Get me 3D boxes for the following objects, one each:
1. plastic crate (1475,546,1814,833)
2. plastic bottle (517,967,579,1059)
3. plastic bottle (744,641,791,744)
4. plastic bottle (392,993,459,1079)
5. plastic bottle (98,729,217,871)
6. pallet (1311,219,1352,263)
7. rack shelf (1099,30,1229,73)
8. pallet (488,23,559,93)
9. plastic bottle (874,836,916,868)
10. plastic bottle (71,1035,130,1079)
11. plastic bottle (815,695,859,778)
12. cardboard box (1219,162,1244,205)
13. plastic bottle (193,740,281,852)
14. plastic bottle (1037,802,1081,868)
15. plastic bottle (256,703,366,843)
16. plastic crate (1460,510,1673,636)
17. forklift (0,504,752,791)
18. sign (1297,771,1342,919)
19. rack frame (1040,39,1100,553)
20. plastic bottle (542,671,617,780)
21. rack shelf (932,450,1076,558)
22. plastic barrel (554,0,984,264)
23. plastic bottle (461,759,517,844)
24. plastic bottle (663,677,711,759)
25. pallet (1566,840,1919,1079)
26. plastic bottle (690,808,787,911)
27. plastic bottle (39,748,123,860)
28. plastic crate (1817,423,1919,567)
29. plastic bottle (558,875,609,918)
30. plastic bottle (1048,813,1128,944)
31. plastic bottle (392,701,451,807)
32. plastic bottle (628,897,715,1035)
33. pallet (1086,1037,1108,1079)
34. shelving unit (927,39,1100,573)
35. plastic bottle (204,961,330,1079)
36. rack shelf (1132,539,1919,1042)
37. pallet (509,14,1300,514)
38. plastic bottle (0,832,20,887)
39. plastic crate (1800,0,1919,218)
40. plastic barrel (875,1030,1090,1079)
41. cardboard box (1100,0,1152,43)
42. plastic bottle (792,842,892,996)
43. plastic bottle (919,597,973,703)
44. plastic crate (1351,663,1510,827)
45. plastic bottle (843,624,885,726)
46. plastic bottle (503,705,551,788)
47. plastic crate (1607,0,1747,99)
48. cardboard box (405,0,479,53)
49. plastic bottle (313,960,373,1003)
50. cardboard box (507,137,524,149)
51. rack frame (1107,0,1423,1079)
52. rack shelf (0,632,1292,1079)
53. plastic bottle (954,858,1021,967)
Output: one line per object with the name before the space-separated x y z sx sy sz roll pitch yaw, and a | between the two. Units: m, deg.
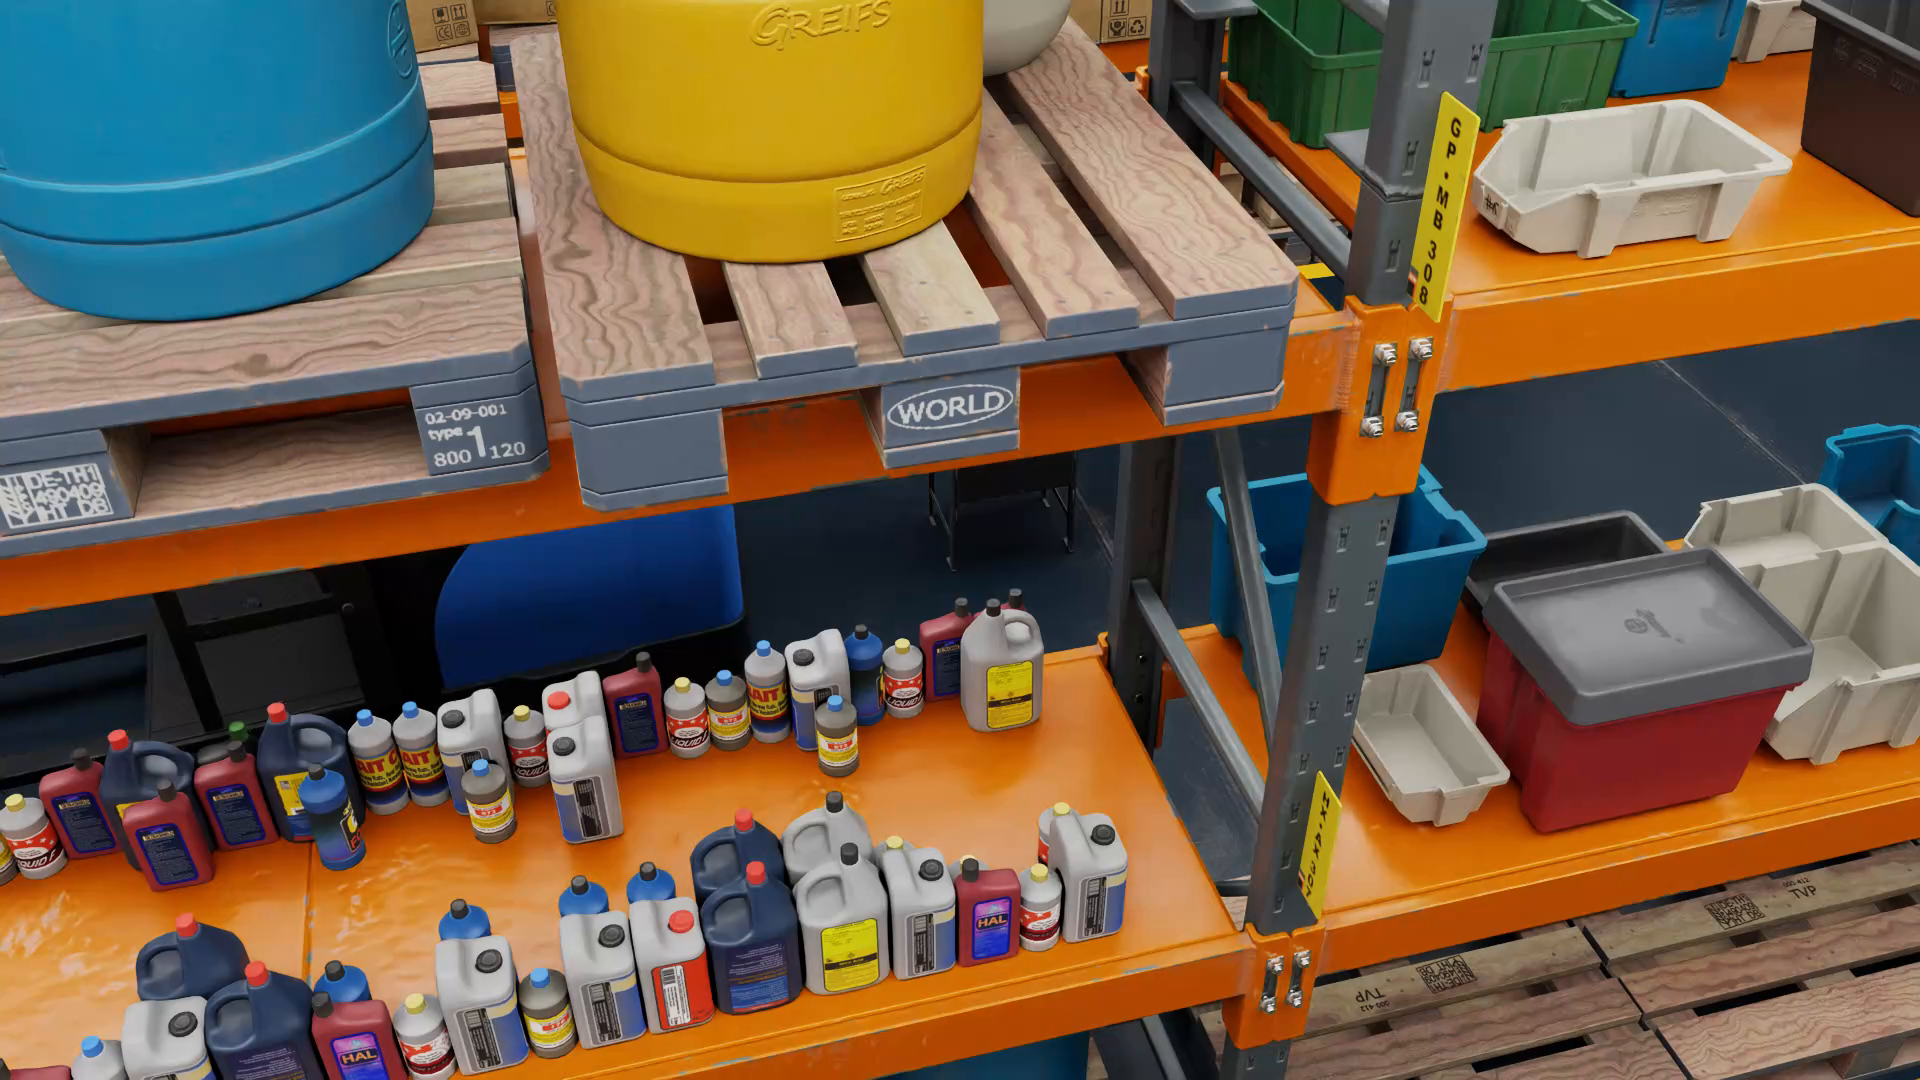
plastic crate | 1.491 0.345 3.728 0.583 0.464 0.402 -9 38 -12
plastic bottle | -0.807 0.913 3.251 0.097 0.201 0.097 0 37 0
plastic bottle | -0.455 0.350 3.929 0.097 0.271 0.097 0 37 0
plastic bottle | -1.031 0.950 3.203 0.097 0.201 0.097 0 37 0
plastic bottle | -1.751 0.546 3.608 0.185 0.351 0.144 -9 38 -12
pallet | 2.294 -1.904 9.066 1.213 0.211 1.003 -9 38 -12
rack shelf | 1.206 -2.548 8.205 4.000 0.370 1.077 -9 38 -12
pallet | -1.524 -2.378 7.548 1.213 0.211 1.003 -9 38 -12
plastic bottle | -0.136 0.707 3.520 0.097 0.201 0.097 0 37 0
plastic bottle | -1.562 1.009 3.068 0.097 0.271 0.097 0 37 0
plastic bottle | -0.286 0.446 3.862 0.097 0.201 0.097 0 37 0
cardboard box | 1.088 -2.001 8.590 0.637 0.503 0.797 -9 38 -12
plastic bottle | -1.592 0.559 3.647 0.133 0.283 0.061 -9 38 -12
plastic bottle | 0.217 0.650 3.596 0.097 0.201 0.097 0 37 0
plastic bottle | -1.444 0.496 3.674 0.185 0.351 0.144 -9 38 -12
plastic crate | 1.574 0.139 4.276 0.590 0.125 0.437 -9 38 -12
forklift | -2.329 -0.611 5.137 3.031 2.935 1.130 -13 39 -16
sign | 0.705 0.602 3.267 0.005 0.325 0.100 -9 38 -12
rack frame | 0.395 -0.899 6.197 0.015 2.100 0.400 -9 38 -12
plastic bottle | -0.877 0.435 3.815 0.135 0.276 0.152 -9 38 -12
rack shelf | 0.160 -0.293 6.580 0.480 0.518 0.431 -9 38 -12
plastic barrel | -0.265 -0.780 2.332 0.600 0.588 0.600 0 37 0
plastic bottle | -1.050 0.571 3.698 0.097 0.201 0.097 0 37 0
plastic bottle | -0.643 0.409 3.910 0.097 0.201 0.097 0 37 0
pallet | 2.443 1.162 5.058 1.213 0.211 1.003 -9 38 -12
plastic bottle | -0.455 0.691 3.419 0.185 0.351 0.144 -9 38 -12
plastic bottle | -1.916 0.573 3.628 0.133 0.283 0.061 -9 38 -12
plastic crate | 2.540 -0.100 4.500 0.300 0.233 0.416 -9 38 -12
plastic bottle | -0.753 0.781 3.366 0.097 0.271 0.097 0 37 0
plastic bottle | 0.267 0.690 3.481 0.135 0.276 0.152 -9 38 -12
plastic bottle | -1.220 0.476 3.765 0.097 0.271 0.097 0 37 0
plastic bottle | -0.572 0.828 3.301 0.135 0.276 0.152 -9 38 -12
pallet | -0.192 1.594 4.492 1.213 0.211 1.003 -9 38 -12
shelving unit | 0.160 -0.860 6.146 0.503 2.100 0.431 -9 38 -12
plastic bottle | -1.302 0.920 3.118 0.185 0.351 0.144 -9 38 -12
rack shelf | 2.494 0.358 4.406 4.000 0.370 1.077 -9 38 -12
pallet | -0.168 -0.546 2.682 1.003 0.211 1.213 -9 38 -12
plastic bottle | -2.116 0.650 3.594 0.097 0.201 0.097 0 37 0
plastic crate | 1.834 -0.787 2.948 0.590 0.269 0.497 -9 38 -12
plastic barrel | 0.034 1.132 4.183 0.708 0.901 0.600 -9 38 -12
cardboard box | 0.816 -2.639 7.648 0.500 0.500 0.500 -10 38 -12
plastic bottle | -0.239 0.746 3.347 0.185 0.351 0.144 -9 38 -12
plastic bottle | -0.031 0.264 4.032 0.133 0.283 0.061 -9 38 -12
plastic crate | 1.050 0.480 3.822 0.243 0.136 0.396 -9 38 -12
plastic bottle | -0.231 0.313 3.977 0.097 0.271 0.097 0 37 0
plastic bottle | -0.996 0.467 3.835 0.097 0.201 0.097 0 37 0
plastic crate | 1.359 -1.068 3.346 0.300 0.233 0.416 -9 38 -12
cardboard box | -2.414 -2.408 7.001 0.500 0.500 0.700 -19 41 -23
plastic bottle | -1.176 0.908 3.201 0.097 0.271 0.097 0 37 0
cardboard box | -2.220 -1.905 7.849 0.500 0.250 0.500 -9 38 -12
rack frame | 0.563 0.389 3.773 0.127 3.000 1.000 -9 38 -12
rack shelf | -1.367 0.991 3.577 4.000 0.370 1.077 -9 38 -12
plastic bottle | 0.056 0.751 3.396 0.133 0.283 0.061 -9 38 -12
